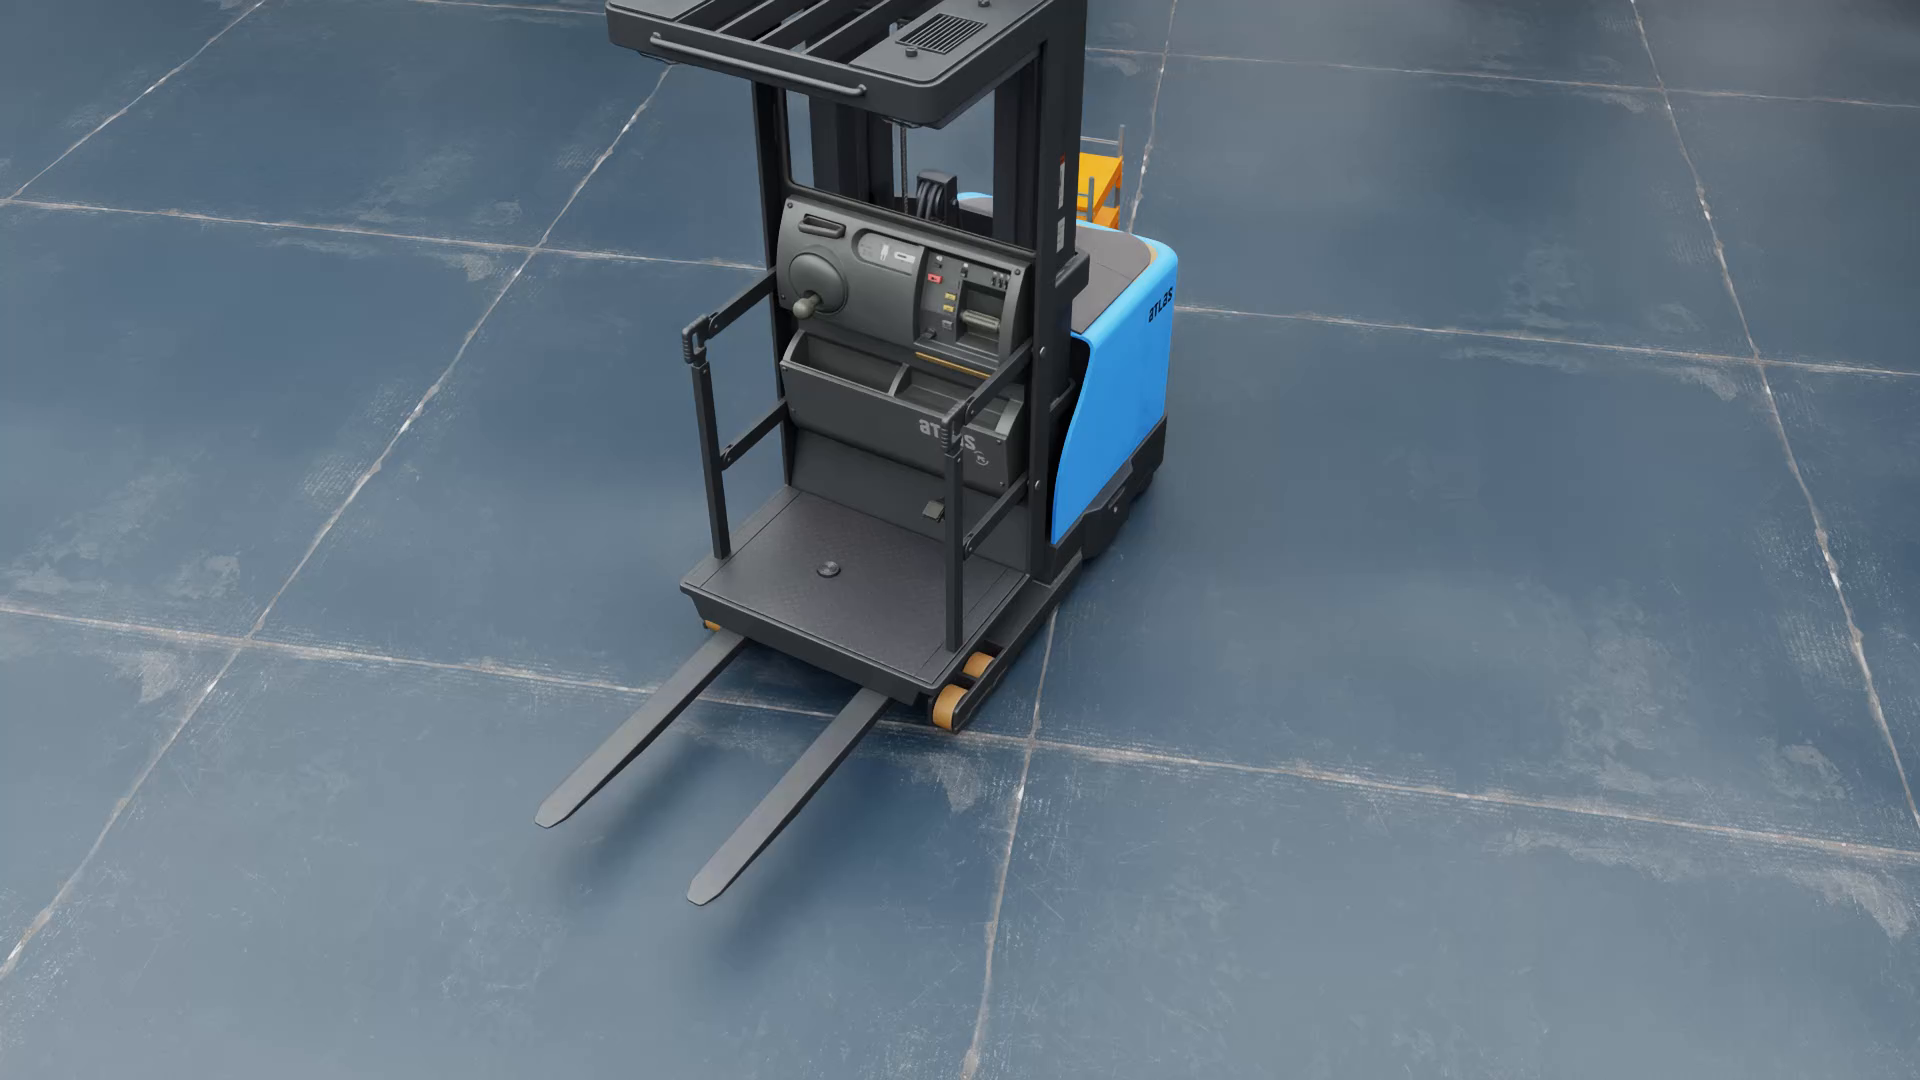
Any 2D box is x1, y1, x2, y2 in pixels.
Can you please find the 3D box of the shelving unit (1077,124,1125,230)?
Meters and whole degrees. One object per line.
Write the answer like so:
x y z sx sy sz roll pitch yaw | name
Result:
0.498 -1.149 7.198 0.258 1.200 0.503 12 41 14 | shelving unit

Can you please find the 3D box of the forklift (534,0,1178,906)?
-0.314 -0.786 5.400 1.130 2.935 3.031 20 44 23 | forklift

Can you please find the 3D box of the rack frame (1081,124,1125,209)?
0.576 -1.296 7.376 0.240 1.200 0.015 12 41 14 | rack frame

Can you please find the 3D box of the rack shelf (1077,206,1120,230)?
0.498 -1.269 7.098 0.258 0.148 0.480 12 41 14 | rack shelf

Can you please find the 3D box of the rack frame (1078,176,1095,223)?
0.420 -1.001 7.020 0.240 1.200 0.015 12 41 14 | rack frame

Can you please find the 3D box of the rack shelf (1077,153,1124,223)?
0.498 -1.452 6.948 0.258 0.148 0.480 12 41 14 | rack shelf
